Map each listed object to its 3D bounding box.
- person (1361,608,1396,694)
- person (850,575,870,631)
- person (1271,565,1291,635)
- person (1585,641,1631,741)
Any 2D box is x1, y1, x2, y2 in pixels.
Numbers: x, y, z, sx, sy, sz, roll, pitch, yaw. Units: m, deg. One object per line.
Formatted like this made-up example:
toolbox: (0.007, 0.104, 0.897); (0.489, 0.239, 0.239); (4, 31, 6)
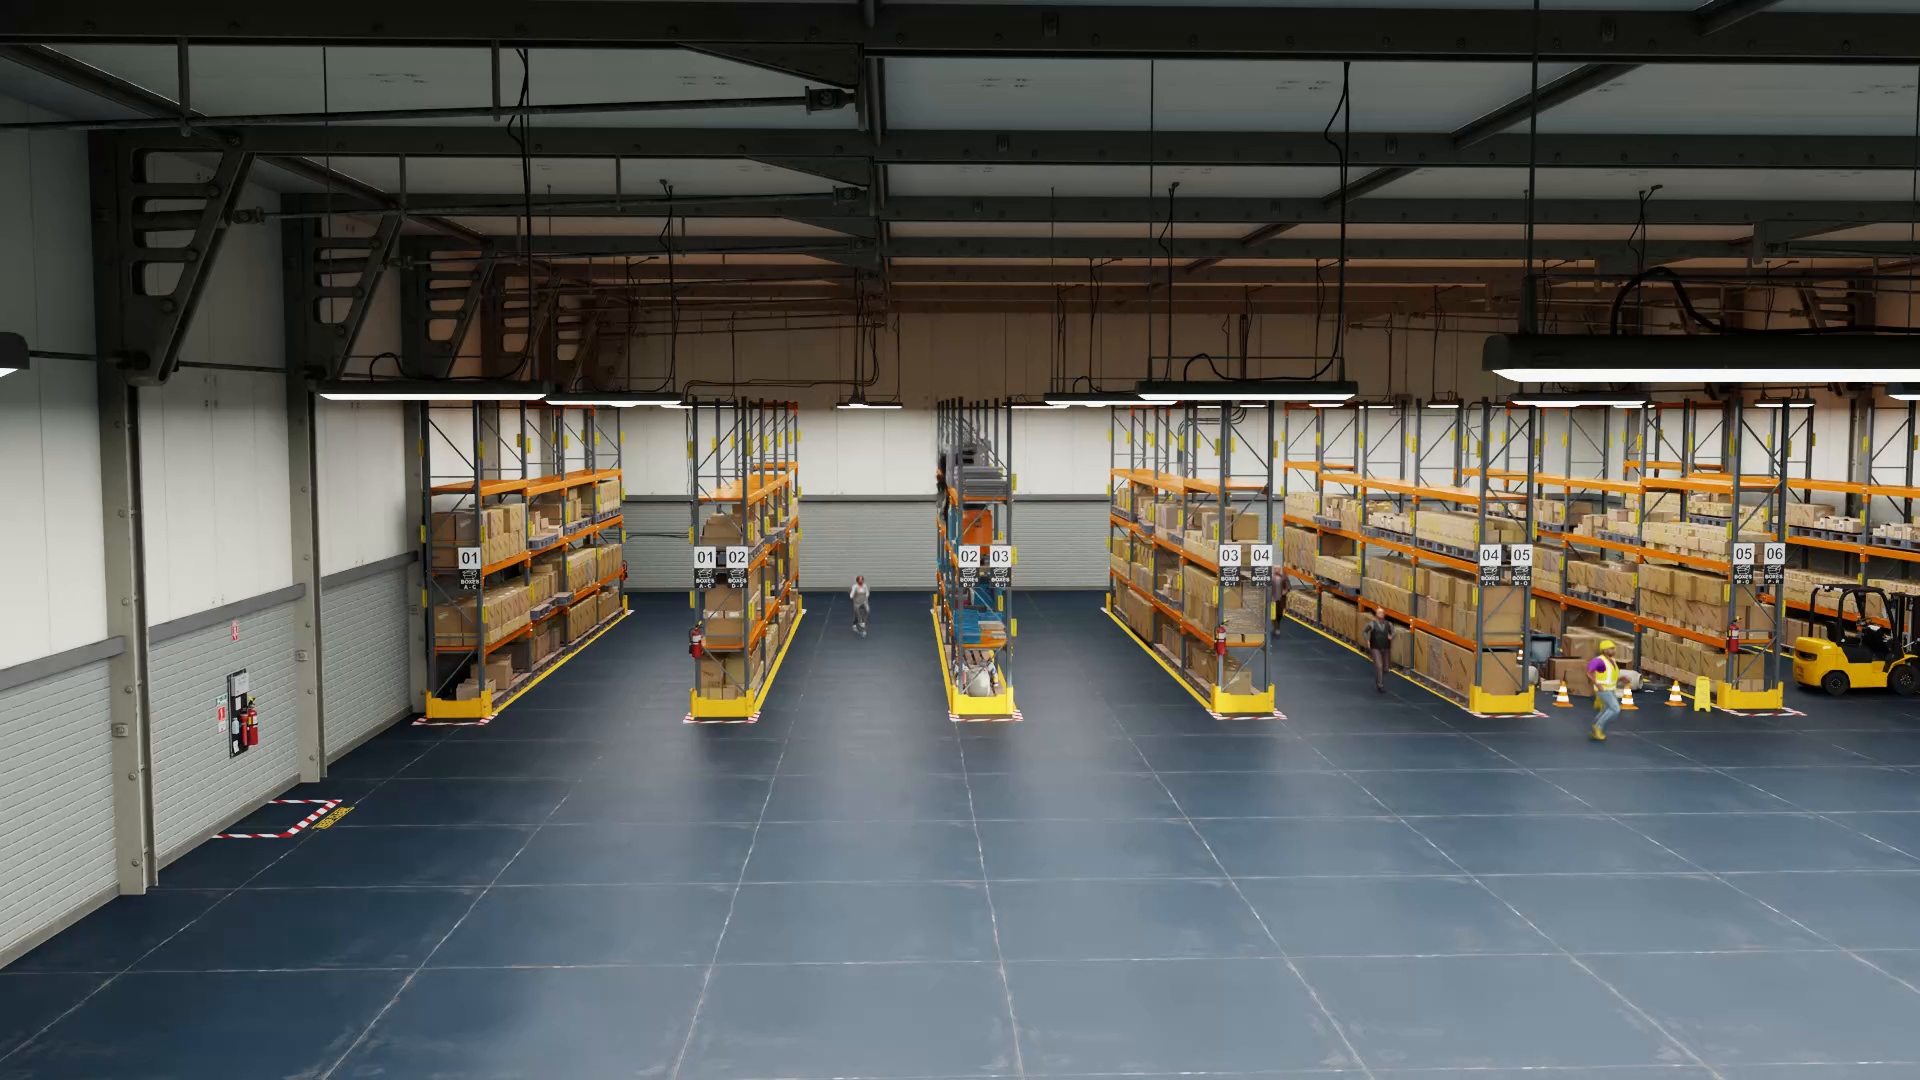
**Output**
person: (8.575, 2.242, 33.971); (0.667, 1.699, 0.915); (0, 4, -5)
person: (-2.551, 1.610, 42.324); (0.525, 1.468, 0.887); (-1, 5, -18)
person: (8.145, 1.522, 42.750); (0.725, 1.749, 1.036); (0, 4, 0)
person: (11.260, 2.618, 28.887); (0.646, 1.744, 0.674); (4, 6, 43)
